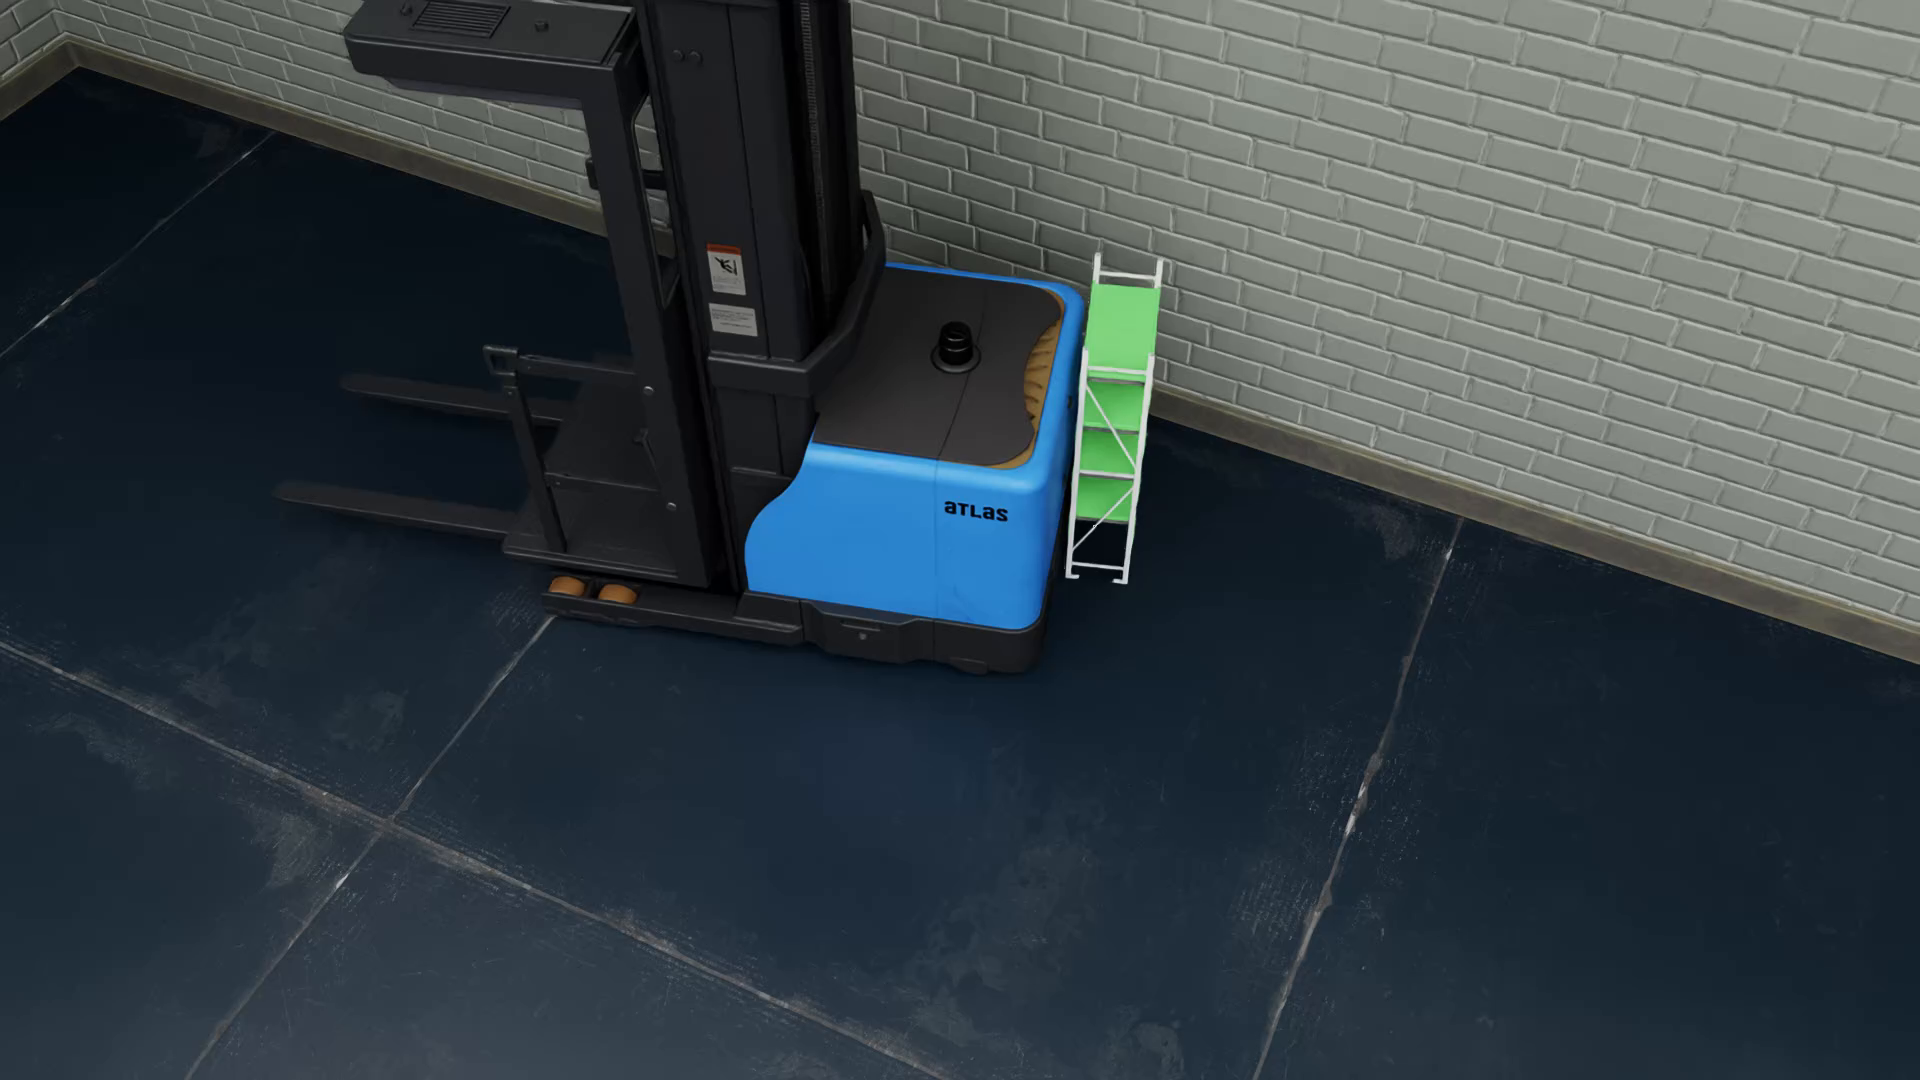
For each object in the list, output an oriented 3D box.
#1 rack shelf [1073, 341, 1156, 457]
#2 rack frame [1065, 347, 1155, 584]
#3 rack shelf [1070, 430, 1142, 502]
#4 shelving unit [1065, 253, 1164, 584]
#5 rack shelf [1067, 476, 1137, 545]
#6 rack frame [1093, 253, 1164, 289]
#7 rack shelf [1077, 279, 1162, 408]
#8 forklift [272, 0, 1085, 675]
[{"bbox_3d":[0.561,-0.534,6.000,0.258,0.148,0.480,6,50,5],"label":"rack shelf"},{"bbox_3d":[0.527,-0.235,5.978,0.240,1.200,0.015,6,50,5],"label":"rack frame"},{"bbox_3d":[0.561,-0.378,6.183,0.258,0.148,0.480,6,50,5],"label":"rack shelf"},{"bbox_3d":[0.561,-0.420,6.134,0.258,1.200,0.503,6,50,5],"label":"shelving unit"},{"bbox_3d":[0.561,-0.223,6.366,0.258,0.148,0.480,6,50,5],"label":"rack shelf"},{"bbox_3d":[0.594,-0.604,6.291,0.240,1.200,0.015,6,50,5],"label":"rack frame"},{"bbox_3d":[0.561,-0.689,5.817,0.258,0.148,0.480,6,50,5],"label":"rack shelf"},{"bbox_3d":[-1.110,-1.014,5.504,3.031,2.935,1.130,8,50,7],"label":"forklift"}]
